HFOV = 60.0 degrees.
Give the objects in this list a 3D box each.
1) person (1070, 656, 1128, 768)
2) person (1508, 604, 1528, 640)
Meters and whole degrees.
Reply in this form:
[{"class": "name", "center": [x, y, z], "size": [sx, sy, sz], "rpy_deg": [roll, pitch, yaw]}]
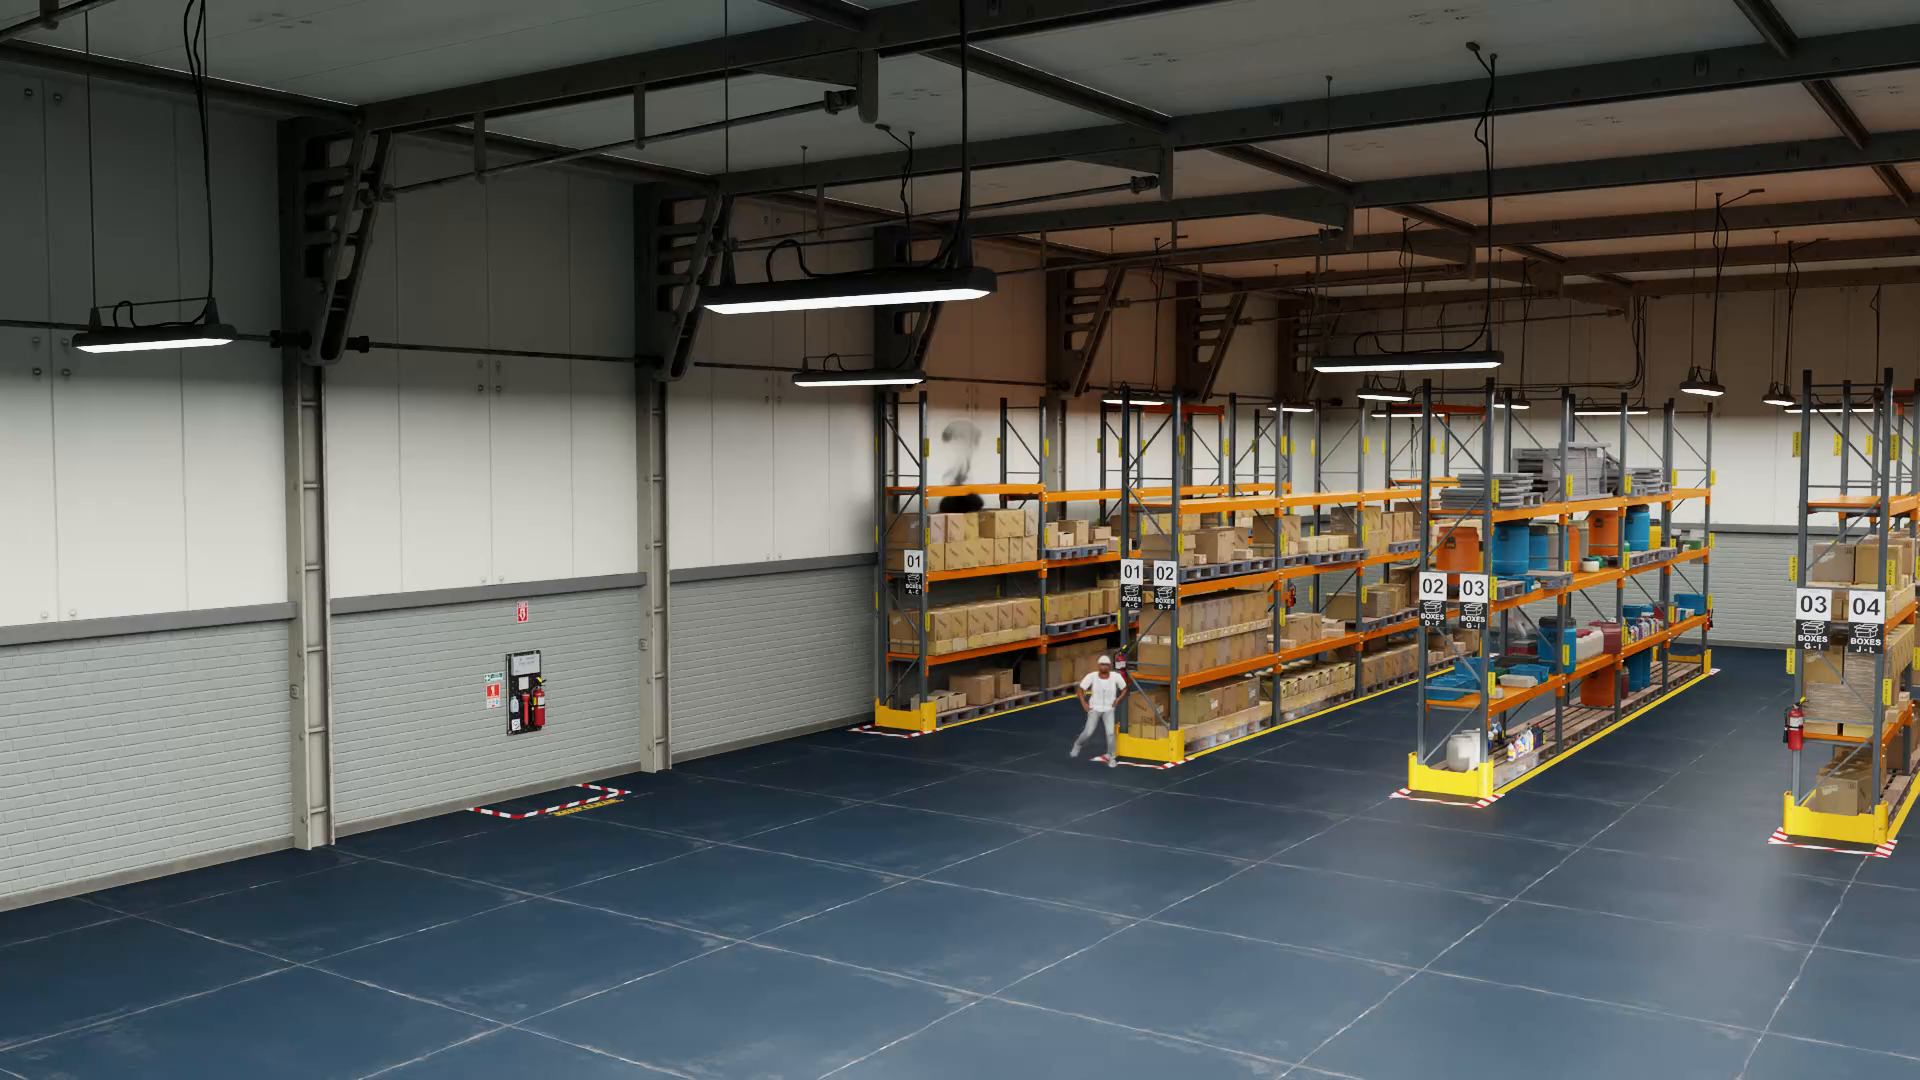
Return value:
[{"class": "person", "center": [2.217, 2.698, 26.317], "size": [0.904, 1.762, 0.709], "rpy_deg": [0, 3, -3]}, {"class": "person", "center": [13.416, 2.004, 39.984], "size": [0.537, 1.554, 0.873], "rpy_deg": [-1, 3, -23]}]
